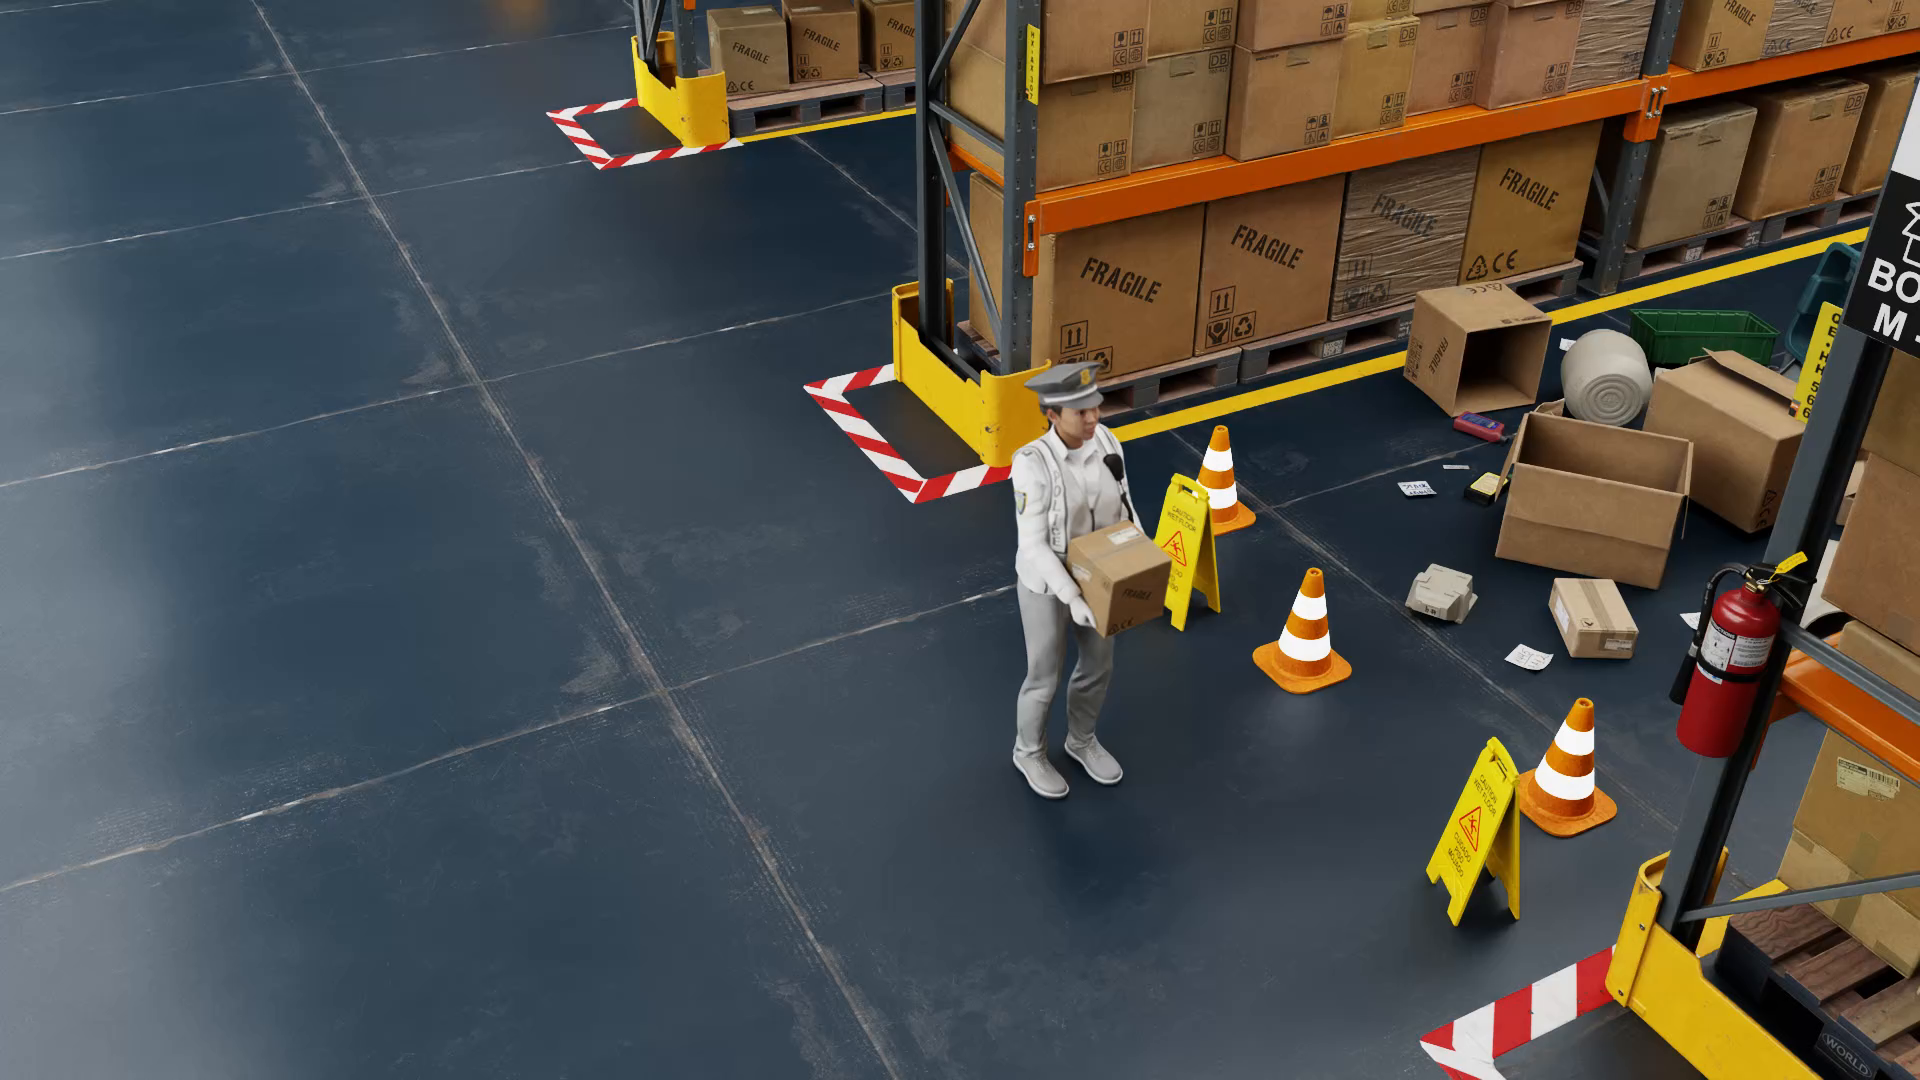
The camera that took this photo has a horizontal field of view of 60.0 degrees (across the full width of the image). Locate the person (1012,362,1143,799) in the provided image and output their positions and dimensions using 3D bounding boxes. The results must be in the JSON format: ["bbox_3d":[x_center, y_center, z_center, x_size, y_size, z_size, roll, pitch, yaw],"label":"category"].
[{"bbox_3d":[0.420,0.174,5.853,0.459,1.686,0.553,-19,38,-27],"label":"person"}]
